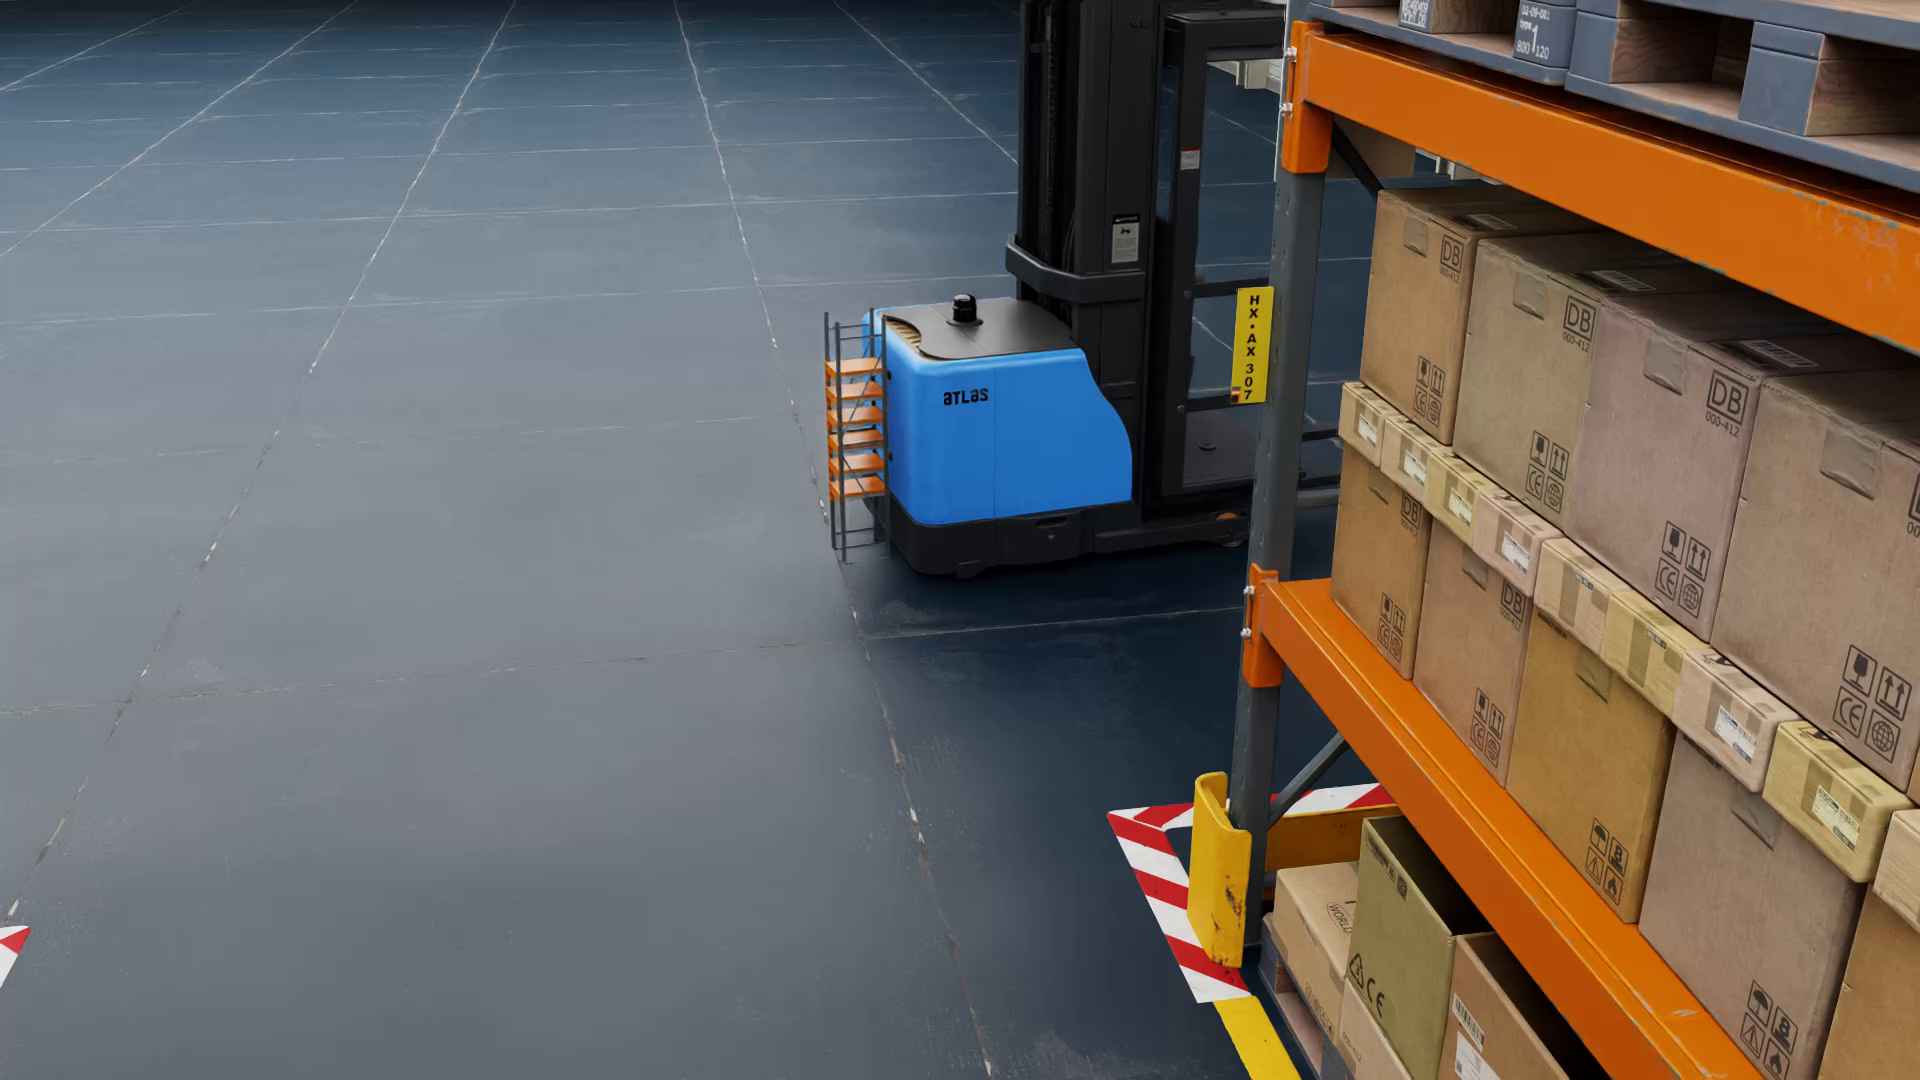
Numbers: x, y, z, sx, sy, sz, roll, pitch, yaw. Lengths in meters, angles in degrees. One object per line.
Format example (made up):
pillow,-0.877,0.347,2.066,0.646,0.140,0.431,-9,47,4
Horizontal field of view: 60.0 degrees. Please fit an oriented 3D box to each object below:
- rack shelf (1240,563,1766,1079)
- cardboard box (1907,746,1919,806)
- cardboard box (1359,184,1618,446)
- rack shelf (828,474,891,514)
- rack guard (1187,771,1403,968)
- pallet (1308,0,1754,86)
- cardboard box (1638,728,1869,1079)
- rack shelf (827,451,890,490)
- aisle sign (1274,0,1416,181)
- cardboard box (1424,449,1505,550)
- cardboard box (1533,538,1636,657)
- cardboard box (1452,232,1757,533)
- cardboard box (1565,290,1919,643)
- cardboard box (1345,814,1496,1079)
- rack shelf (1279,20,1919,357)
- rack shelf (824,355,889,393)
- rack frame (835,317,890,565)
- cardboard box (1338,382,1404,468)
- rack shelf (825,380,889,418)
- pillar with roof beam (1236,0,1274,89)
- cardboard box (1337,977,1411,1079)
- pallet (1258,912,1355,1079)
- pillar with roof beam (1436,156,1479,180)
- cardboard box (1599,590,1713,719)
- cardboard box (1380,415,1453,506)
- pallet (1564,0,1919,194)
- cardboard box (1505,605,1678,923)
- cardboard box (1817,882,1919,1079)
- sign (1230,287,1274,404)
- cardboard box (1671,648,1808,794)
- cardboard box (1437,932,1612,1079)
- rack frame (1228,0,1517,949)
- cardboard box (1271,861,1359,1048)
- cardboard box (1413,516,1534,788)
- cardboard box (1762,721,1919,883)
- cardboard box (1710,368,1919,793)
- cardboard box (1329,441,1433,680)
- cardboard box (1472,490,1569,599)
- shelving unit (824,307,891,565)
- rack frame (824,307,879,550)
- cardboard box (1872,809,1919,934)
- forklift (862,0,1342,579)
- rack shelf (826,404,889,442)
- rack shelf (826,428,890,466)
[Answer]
rack shelf,1.712,0.981,3.154,1.077,0.370,4.000,-4,24,-10
cardboard box,1.807,0.228,2.234,0.700,0.500,0.500,-4,24,-10
cardboard box,1.426,-0.570,4.061,0.700,0.500,0.500,-4,24,-10
rack shelf,-0.483,-0.221,7.968,0.258,0.103,0.180,-8,25,-18
rack guard,1.338,1.001,5.333,1.175,0.500,0.348,-4,24,-10
pallet,1.447,-1.189,3.588,1.003,0.211,1.213,-4,24,-10
cardboard box,1.705,0.612,2.975,0.700,0.500,0.500,-4,24,-8
rack shelf,-0.483,-0.331,7.920,0.258,0.103,0.180,-8,25,-18
aisle sign,1.029,-1.330,4.298,0.394,0.787,0.004,-4,24,-10
cardboard box,1.299,-0.106,3.809,0.380,0.149,0.250,-4,24,-10
cardboard box,1.396,0.098,3.342,0.380,0.149,0.250,-5,24,-12
cardboard box,1.528,-0.364,3.589,0.700,0.500,0.500,-5,24,-11
cardboard box,1.622,-0.165,3.135,0.700,0.500,0.500,-4,24,-10
cardboard box,1.317,1.013,4.157,0.500,0.500,0.500,-4,24,-10
rack shelf,1.712,-0.393,2.554,1.077,0.370,4.000,-4,24,-10
rack shelf,-0.483,-0.771,7.728,0.258,0.103,0.180,-8,25,-18
rack frame,-0.451,-0.447,7.775,0.240,1.200,0.006,-8,25,-18
cardboard box,1.203,-0.308,4.272,0.380,0.149,0.250,-4,24,-10
rack shelf,-0.483,-0.661,7.776,0.258,0.103,0.180,-8,25,-18
pillar with roof beam,-0.370,-9.802,19.451,9.100,9.000,0.400,-4,24,-10
cardboard box,1.319,1.356,4.307,0.500,0.250,0.500,-4,24,-10
pallet,1.525,1.440,4.688,1.003,0.211,1.213,-4,24,-10
pillar with roof beam,0.739,-7.442,14.047,9.100,9.000,0.400,-4,24,-10
cardboard box,1.443,0.199,3.112,0.380,0.149,0.250,-5,24,-10
cardboard box,1.255,-0.204,4.034,0.380,0.149,0.250,-5,24,-11
pallet,1.676,-0.708,2.487,1.003,0.211,1.213,-4,24,-10
cardboard box,1.604,0.406,3.448,0.700,0.500,0.500,-4,24,-9
cardboard box,1.801,0.814,2.514,0.700,0.500,0.500,-4,24,-9
sign,0.796,-0.529,4.534,0.100,0.325,0.005,-4,24,-10
cardboard box,1.486,0.297,2.887,0.380,0.149,0.250,-4,24,-9
cardboard box,1.422,1.209,3.709,0.500,0.500,0.500,-4,24,-10
rack frame,1.342,-0.135,4.811,1.000,3.000,0.127,-4,24,-10
cardboard box,1.223,1.160,4.757,0.500,0.250,0.500,-4,24,-10
cardboard box,1.518,0.210,3.897,0.700,0.500,0.500,-4,24,-8
cardboard box,1.536,0.400,2.650,0.380,0.149,0.250,-4,24,-8
cardboard box,1.715,0.032,2.684,0.700,0.500,0.500,-4,24,-10
cardboard box,1.416,0.004,4.369,0.700,0.500,0.500,-4,24,-10
cardboard box,1.344,-0.007,3.582,0.380,0.149,0.250,-5,24,-11
shelving unit,-0.483,-0.482,7.854,0.258,1.200,0.189,-8,25,-18
rack frame,-0.514,-0.516,7.933,0.240,1.200,0.006,-8,25,-18
cardboard box,1.588,0.505,2.412,0.380,0.149,0.250,-4,24,-8
forklift,1.080,-1.499,8.019,3.031,2.935,1.130,-8,25,-17
rack shelf,-0.483,-0.551,7.824,0.258,0.103,0.180,-8,25,-18
rack shelf,-0.483,-0.441,7.872,0.258,0.103,0.180,-8,25,-18
